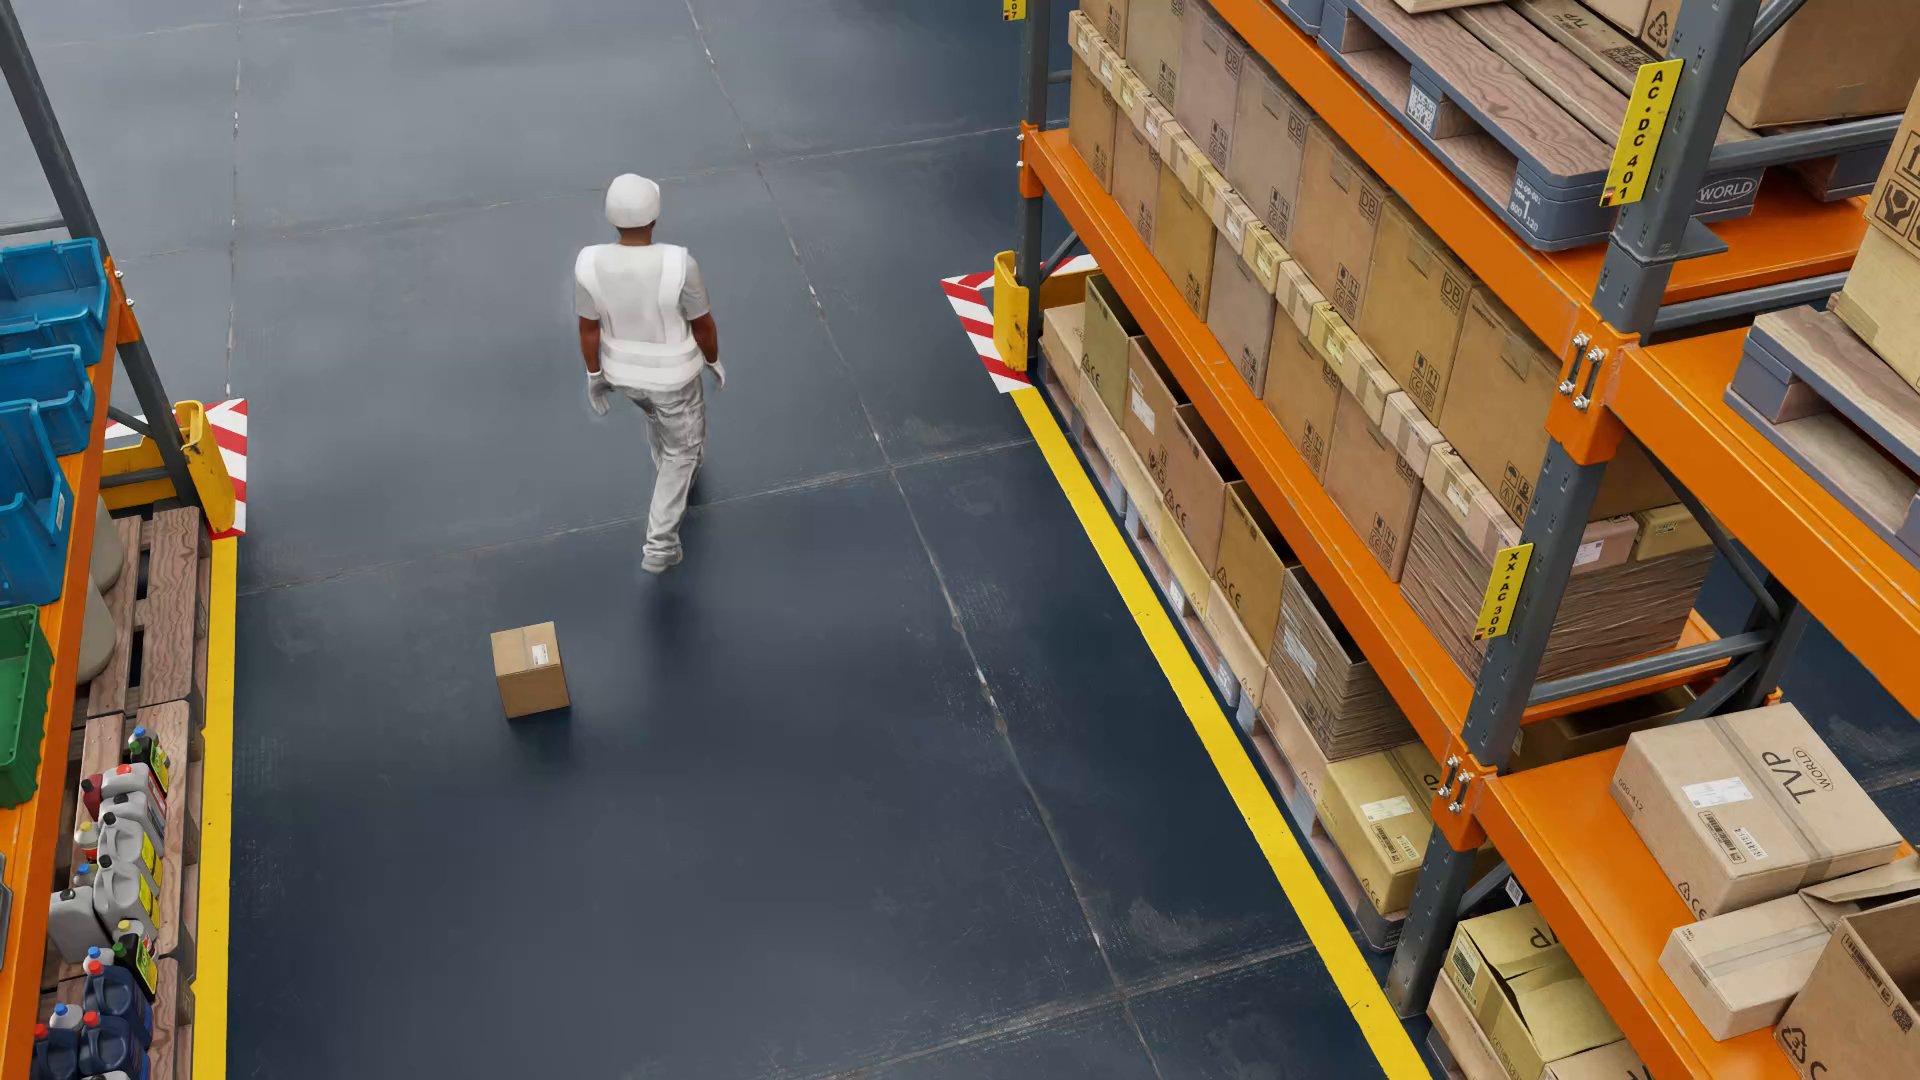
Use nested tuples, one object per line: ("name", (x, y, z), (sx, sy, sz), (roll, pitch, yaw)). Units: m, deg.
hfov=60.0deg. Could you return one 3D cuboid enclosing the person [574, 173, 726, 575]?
("person", (-1.281, -0.713, 6.948), (0.547, 1.751, 1.022), (8, 43, 9))
